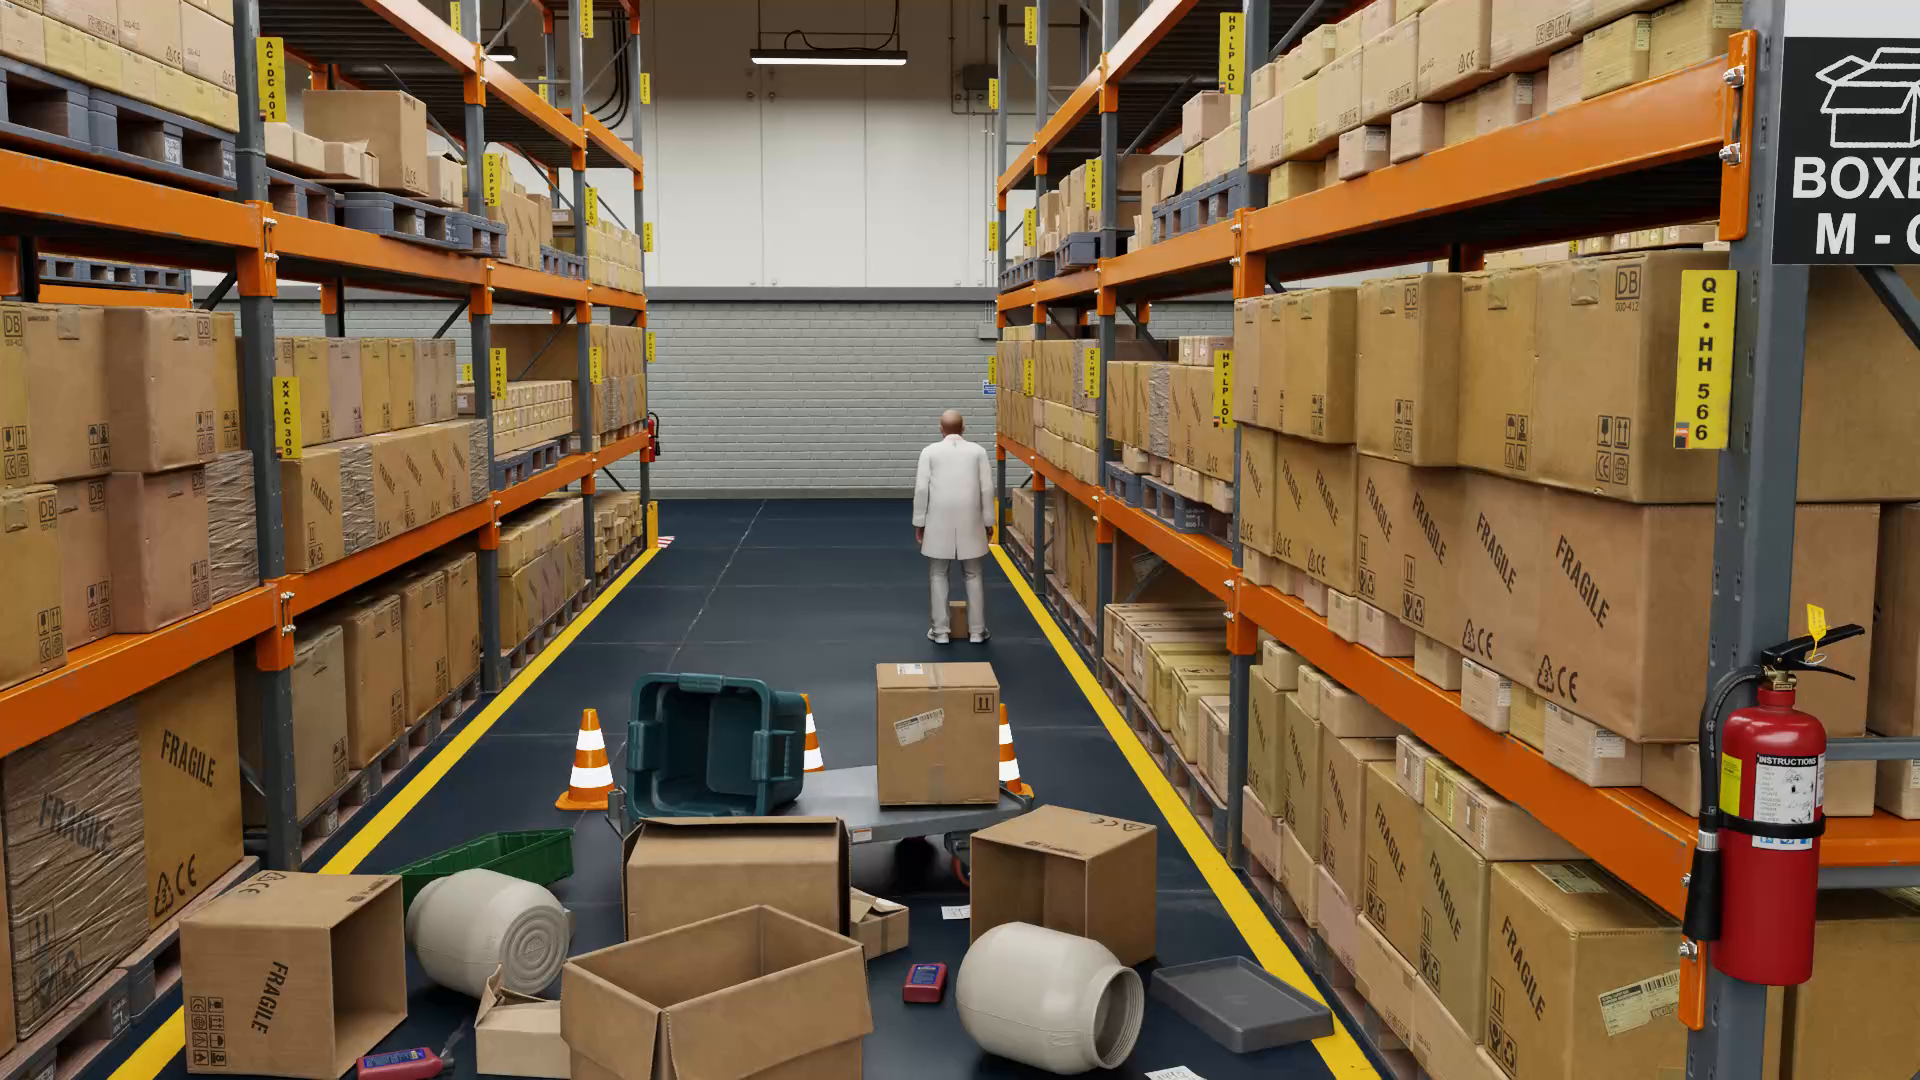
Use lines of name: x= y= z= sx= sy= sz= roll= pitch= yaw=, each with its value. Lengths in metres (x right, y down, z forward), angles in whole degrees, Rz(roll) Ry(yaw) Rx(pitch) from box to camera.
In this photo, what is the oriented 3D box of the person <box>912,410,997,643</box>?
person: x=-0.041 y=-0.106 z=12.698 sx=0.645 sy=1.774 sz=0.425 roll=0 pitch=7 yaw=-3
